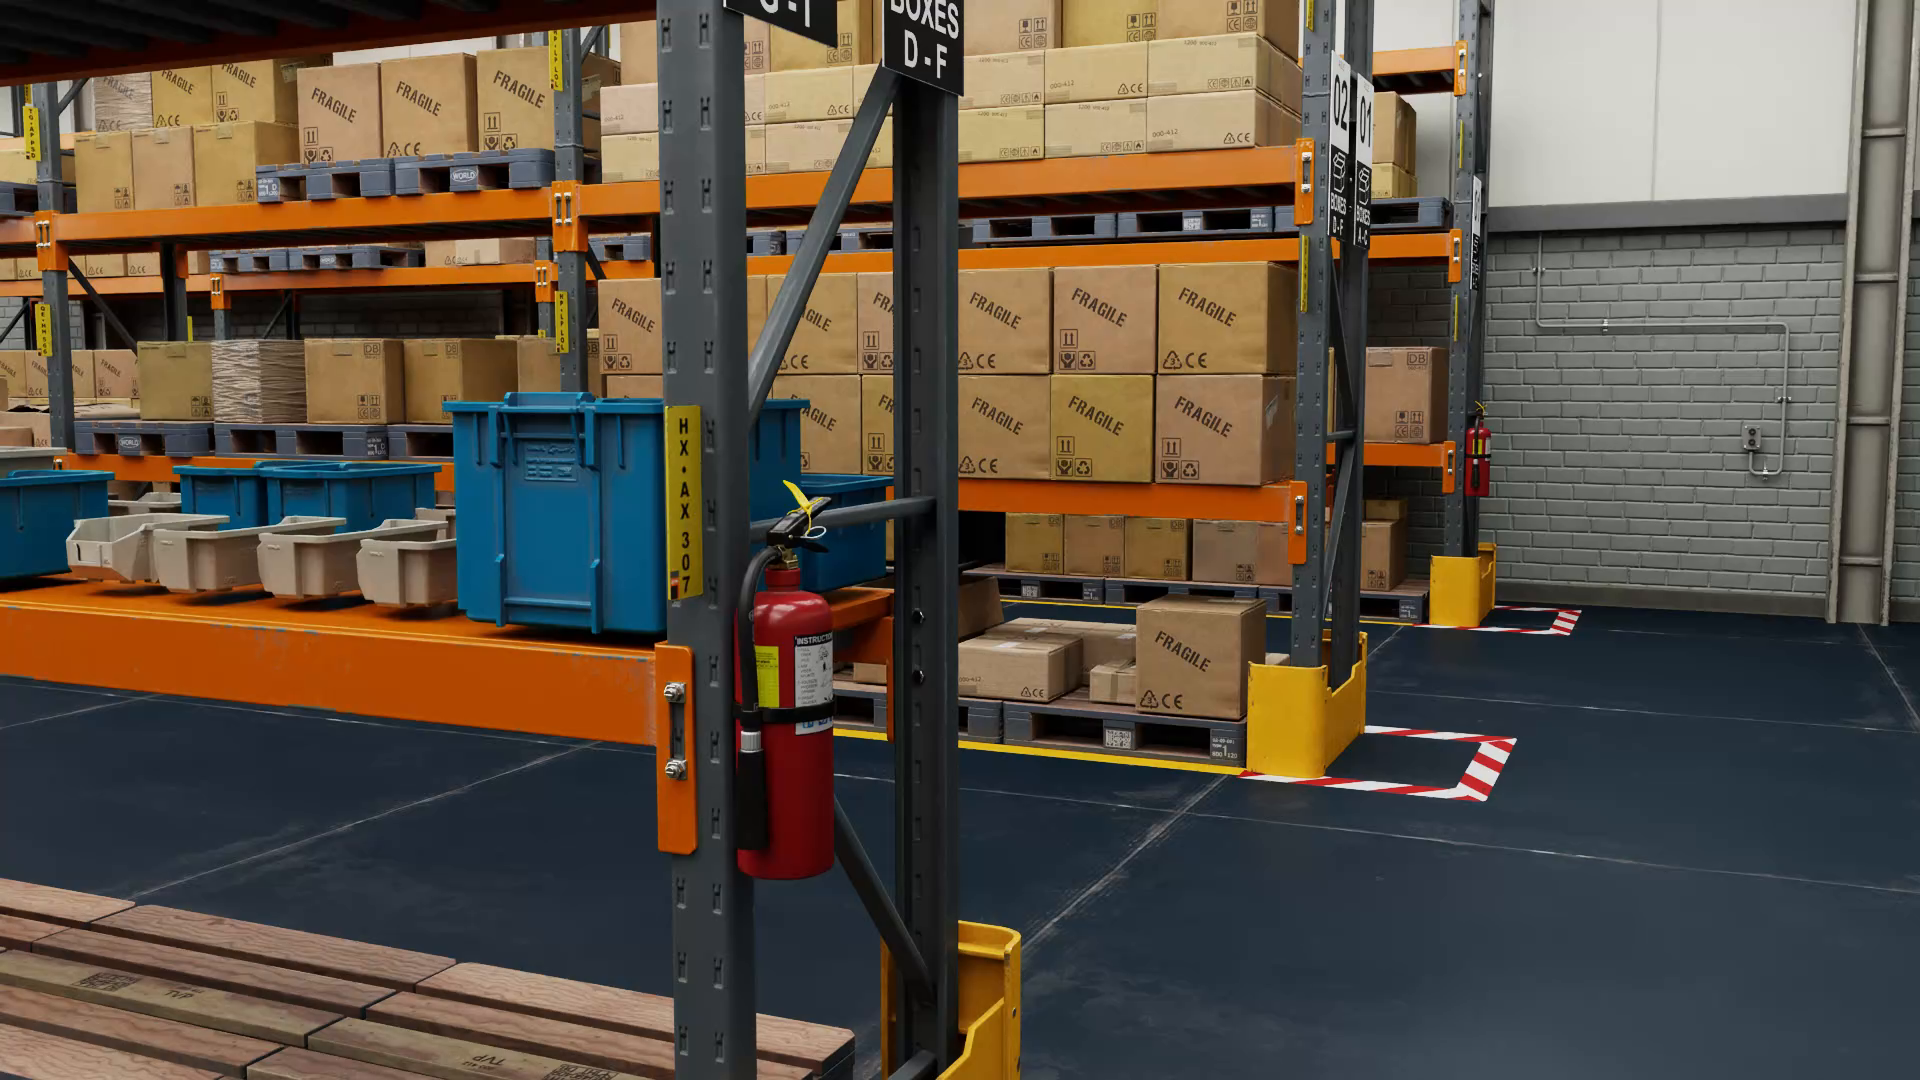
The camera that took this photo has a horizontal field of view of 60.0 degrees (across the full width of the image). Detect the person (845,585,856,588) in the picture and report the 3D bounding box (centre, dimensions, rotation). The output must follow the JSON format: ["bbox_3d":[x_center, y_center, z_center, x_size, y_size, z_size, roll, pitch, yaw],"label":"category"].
[{"bbox_3d":[-0.857,-0.112,10.690,0.526,1.684,0.433,4,7,37],"label":"person"}]
